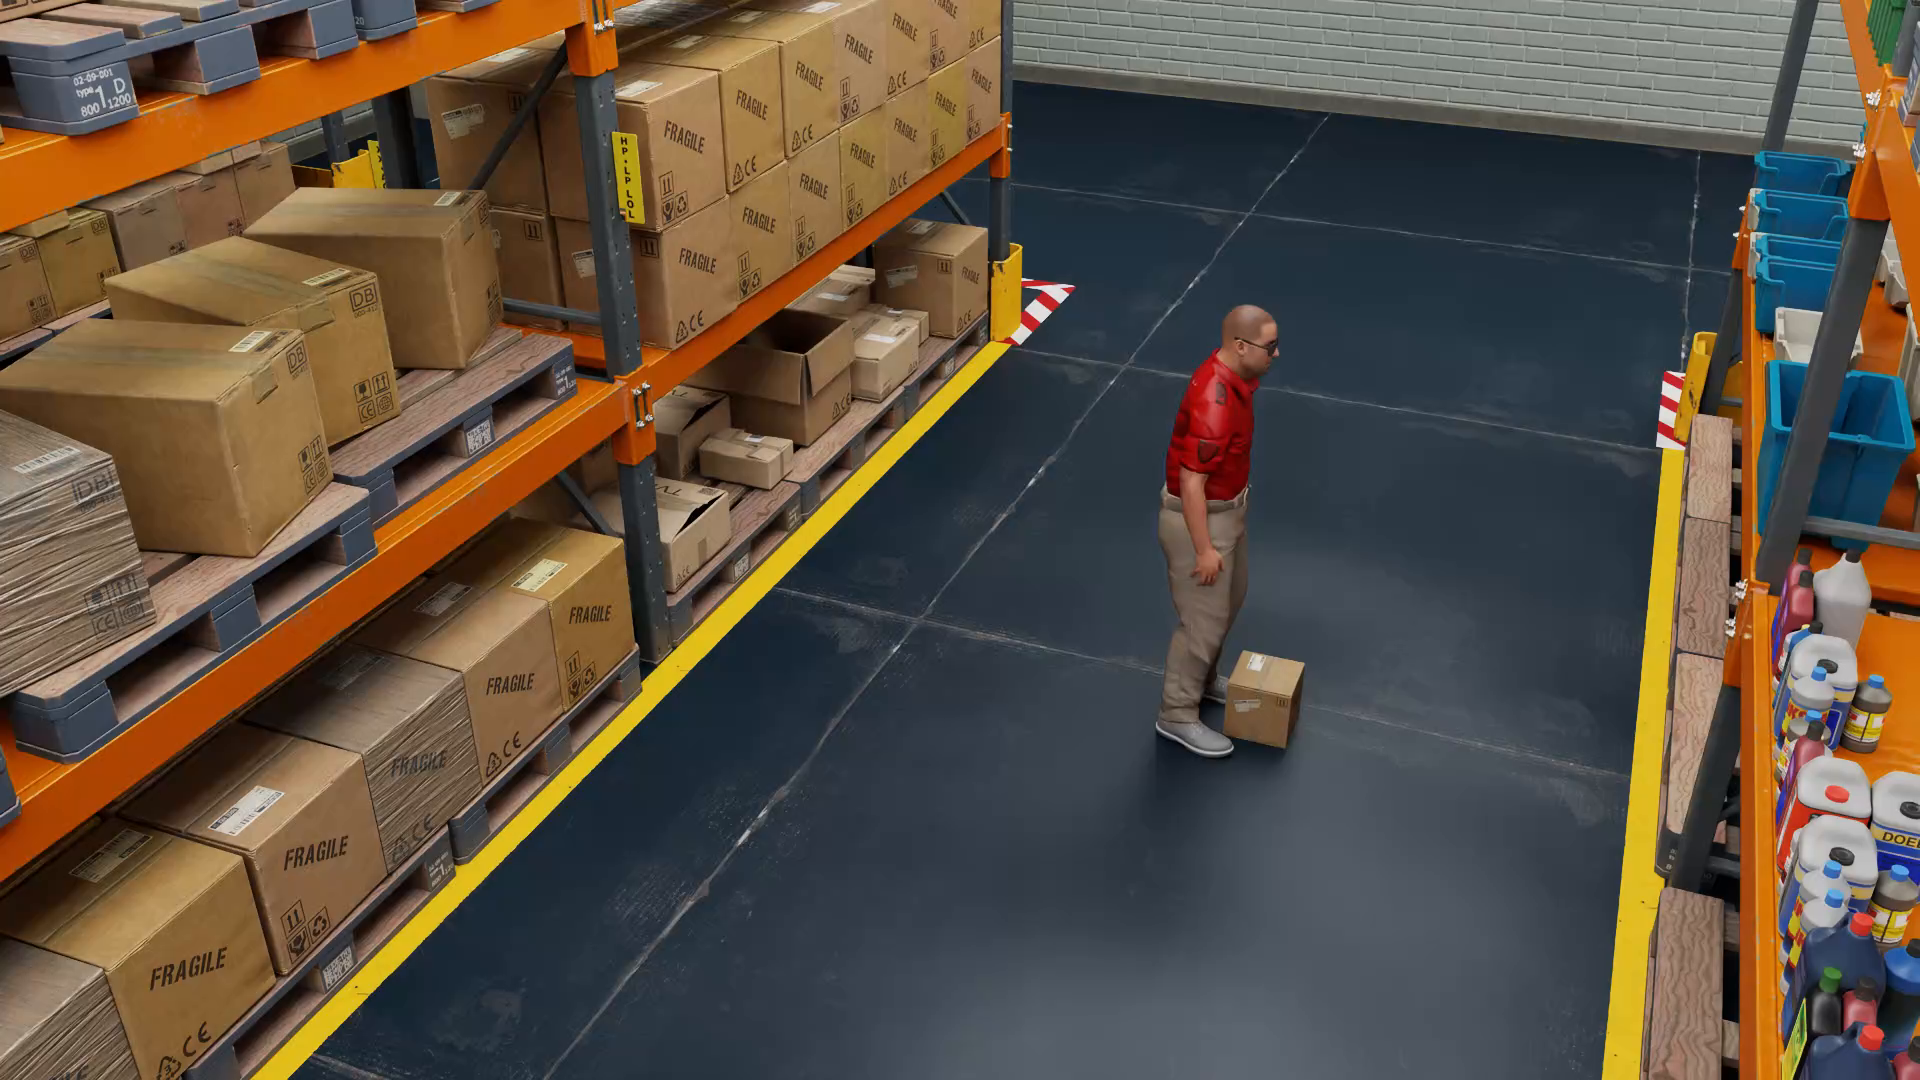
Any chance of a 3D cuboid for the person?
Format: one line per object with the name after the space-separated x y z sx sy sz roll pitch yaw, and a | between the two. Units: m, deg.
0.959 -0.063 6.254 0.401 1.725 0.597 10 31 16 | person
